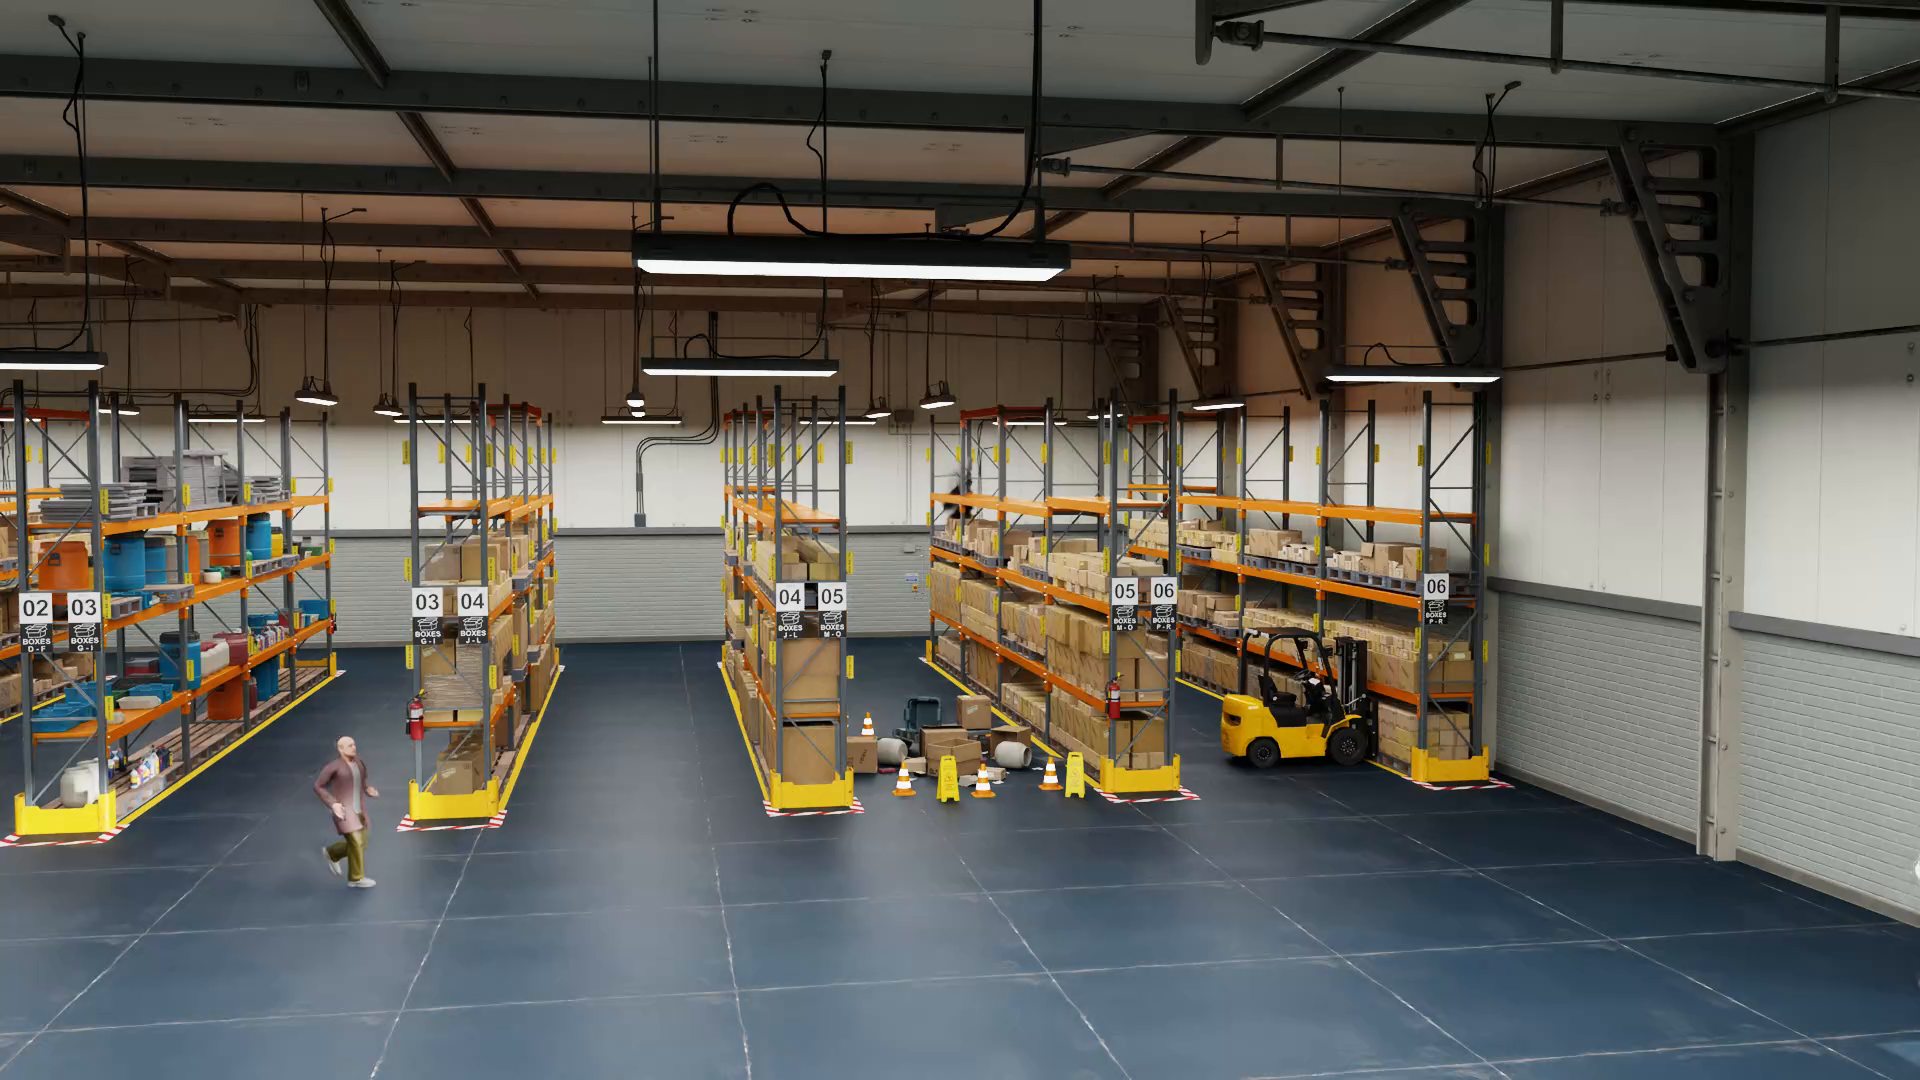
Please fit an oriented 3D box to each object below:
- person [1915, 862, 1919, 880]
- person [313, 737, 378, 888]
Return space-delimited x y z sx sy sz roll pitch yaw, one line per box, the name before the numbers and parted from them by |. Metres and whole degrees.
person | 9.116 3.388 15.168 0.593 1.747 0.709 -1 3 -20
person | -7.139 3.147 19.295 0.799 1.742 0.707 1 3 23
